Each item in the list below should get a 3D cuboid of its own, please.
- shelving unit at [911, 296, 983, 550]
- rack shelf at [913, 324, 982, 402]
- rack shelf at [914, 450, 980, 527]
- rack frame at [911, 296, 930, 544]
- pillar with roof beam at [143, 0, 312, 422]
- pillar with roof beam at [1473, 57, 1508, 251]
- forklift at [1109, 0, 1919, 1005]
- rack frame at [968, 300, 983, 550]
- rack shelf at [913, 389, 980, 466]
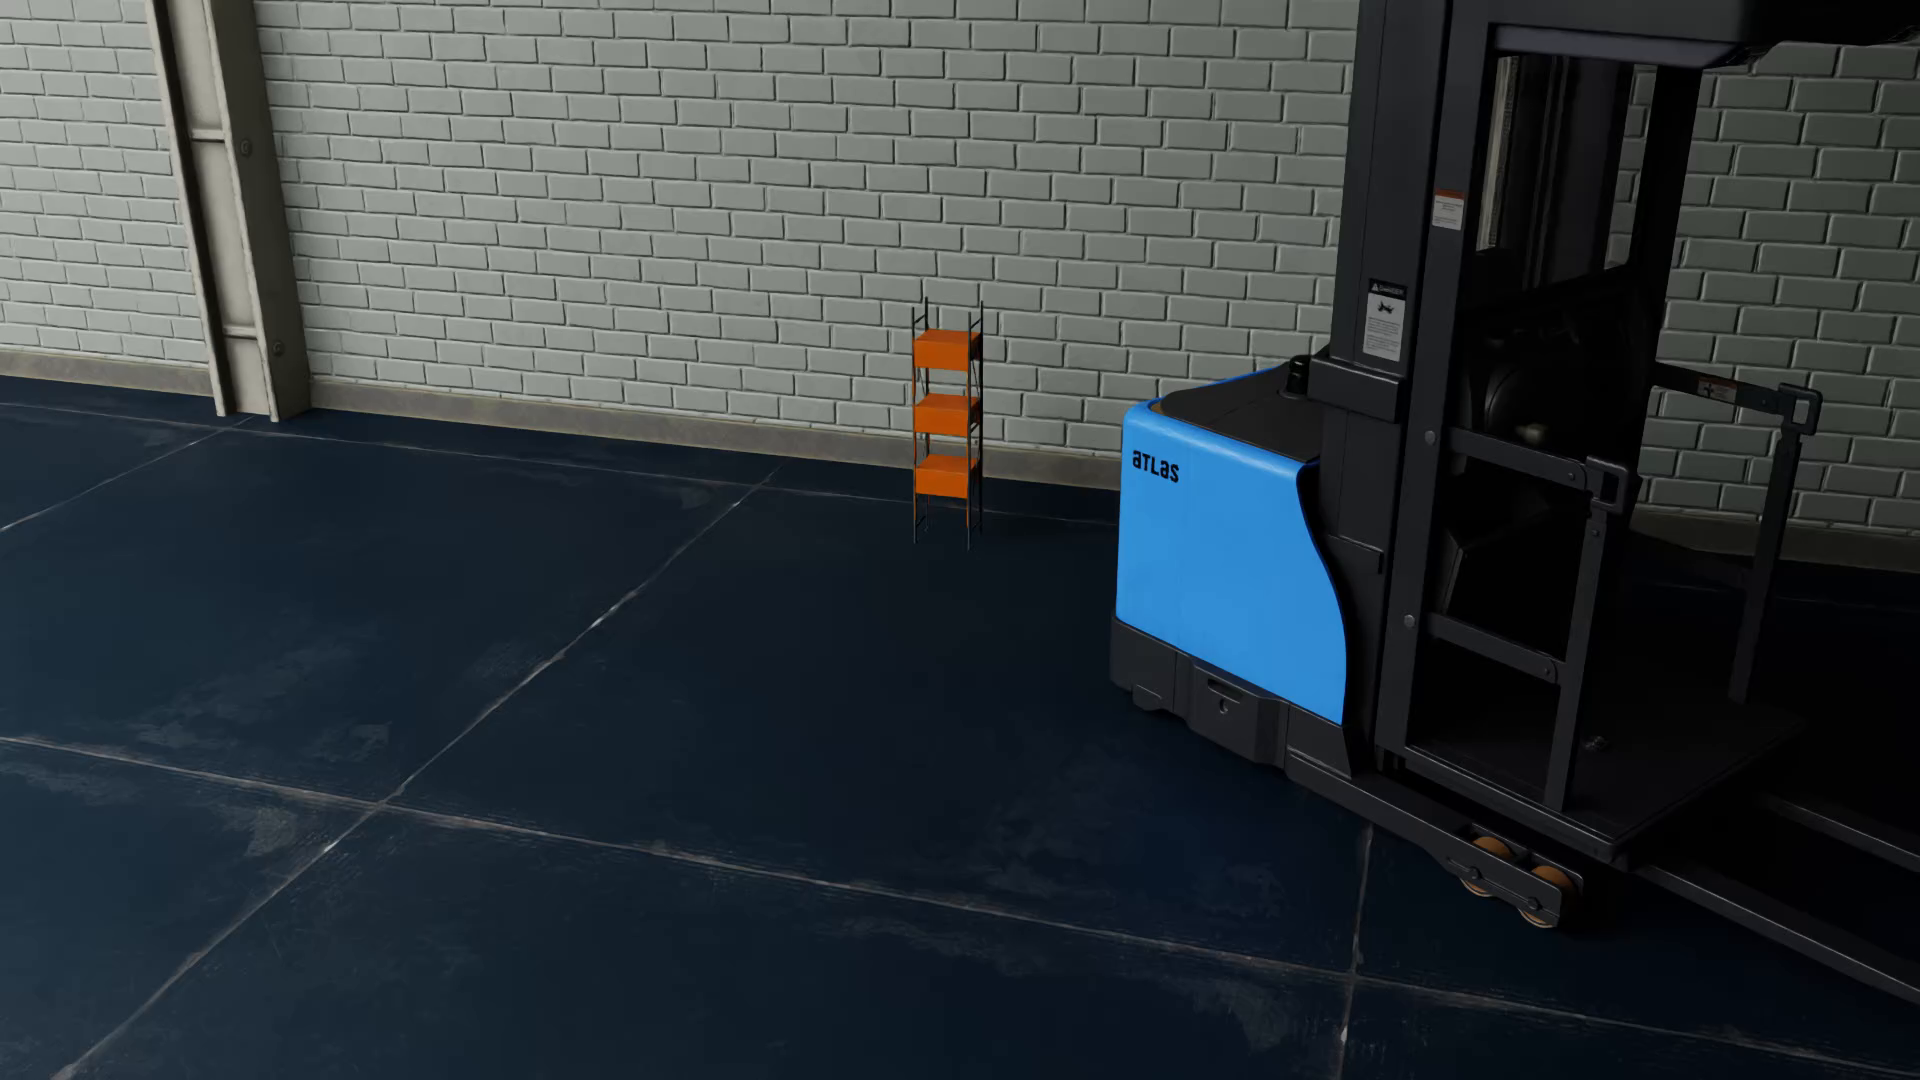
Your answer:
[{"bbox_3d":[-0.051,-0.492,7.085,0.252,1.050,0.215,7,23,16],"label":"shelving unit"},{"bbox_3d":[-0.051,-0.744,6.981,0.240,0.259,0.215,7,23,16],"label":"rack shelf"},{"bbox_3d":[-0.051,-0.225,7.195,0.240,0.259,0.215,7,23,16],"label":"rack shelf"},{"bbox_3d":[-0.168,-0.505,7.118,0.008,1.050,0.200,7,23,16],"label":"rack frame"},{"bbox_3d":[-4.986,-3.299,3.454,0.400,9.000,9.100,7,23,16],"label":"pillar with roof beam"},{"bbox_3d":[0.758,-2.641,1.850,0.400,9.000,9.100,7,23,16],"label":"pillar with roof beam"},{"bbox_3d":[1.845,-0.490,4.603,1.130,2.935,3.031,-17,28,-36],"label":"forklift"},{"bbox_3d":[0.066,-0.478,7.052,0.008,1.050,0.200,7,23,16],"label":"rack frame"},{"bbox_3d":[-0.051,-0.482,7.089,0.240,0.259,0.215,7,23,16],"label":"rack shelf"}]
